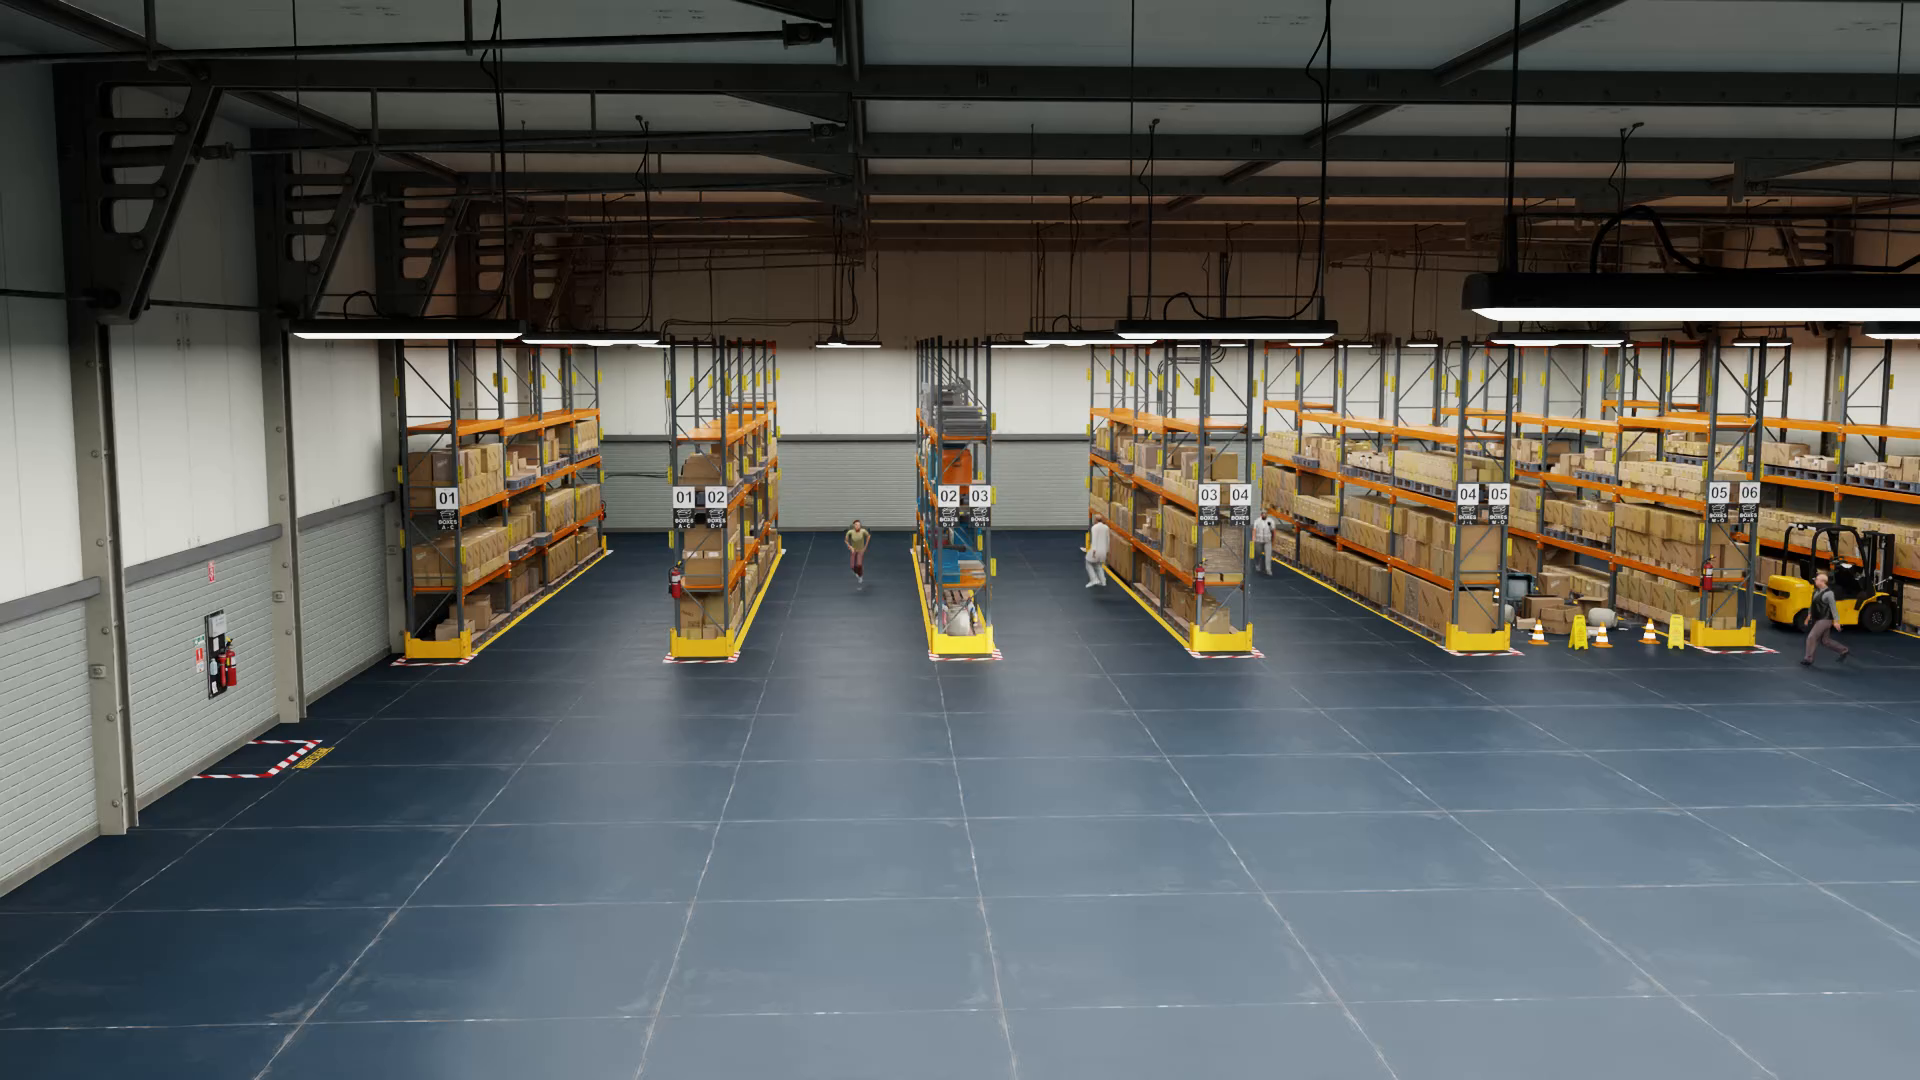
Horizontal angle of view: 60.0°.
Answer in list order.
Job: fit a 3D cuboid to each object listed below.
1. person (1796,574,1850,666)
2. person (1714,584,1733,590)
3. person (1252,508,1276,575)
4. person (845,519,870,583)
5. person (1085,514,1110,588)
[{"bbox_3d":[15.770,1.456,30.320,1.047,1.670,0.587,0,6,3],"label":"person"},{"bbox_3d":[16.750,0.860,36.454,0.461,1.477,0.732,0,6,-1],"label":"person"},{"bbox_3d":[7.797,0.009,42.652,0.635,1.694,1.077,0,6,1],"label":"person"},{"bbox_3d":[-2.448,0.264,39.824,0.566,1.559,0.685,1,7,8],"label":"person"},{"bbox_3d":[3.259,0.264,38.747,0.591,1.728,0.627,-3,7,-21],"label":"person"}]
